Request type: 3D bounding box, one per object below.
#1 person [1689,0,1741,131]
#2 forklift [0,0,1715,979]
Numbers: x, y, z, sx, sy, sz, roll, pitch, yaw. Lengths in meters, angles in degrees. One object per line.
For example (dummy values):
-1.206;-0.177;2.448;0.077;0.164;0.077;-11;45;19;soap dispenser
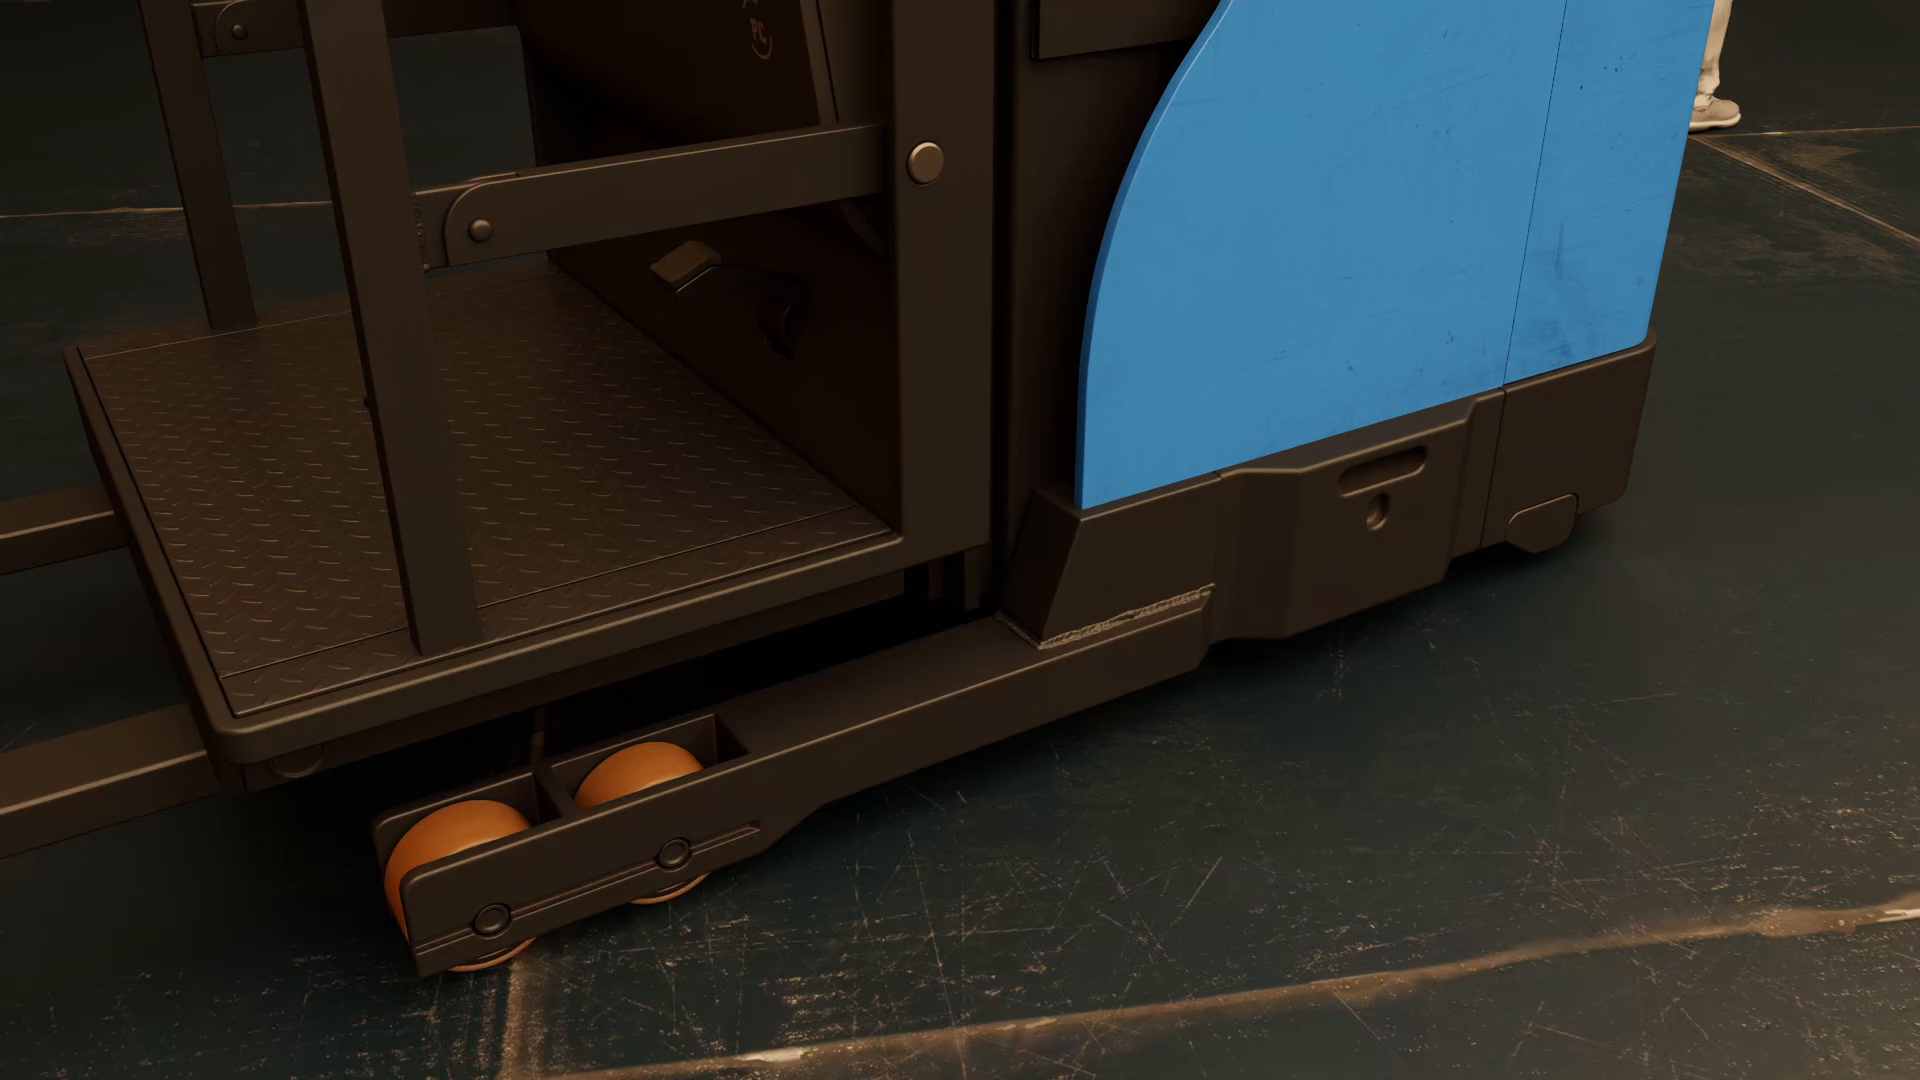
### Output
1.935;-1.947;4.398;0.536;1.662;0.373;18;33;31;person
-0.516;-1.144;1.529;3.031;2.935;1.130;-16;32;-28;forklift
